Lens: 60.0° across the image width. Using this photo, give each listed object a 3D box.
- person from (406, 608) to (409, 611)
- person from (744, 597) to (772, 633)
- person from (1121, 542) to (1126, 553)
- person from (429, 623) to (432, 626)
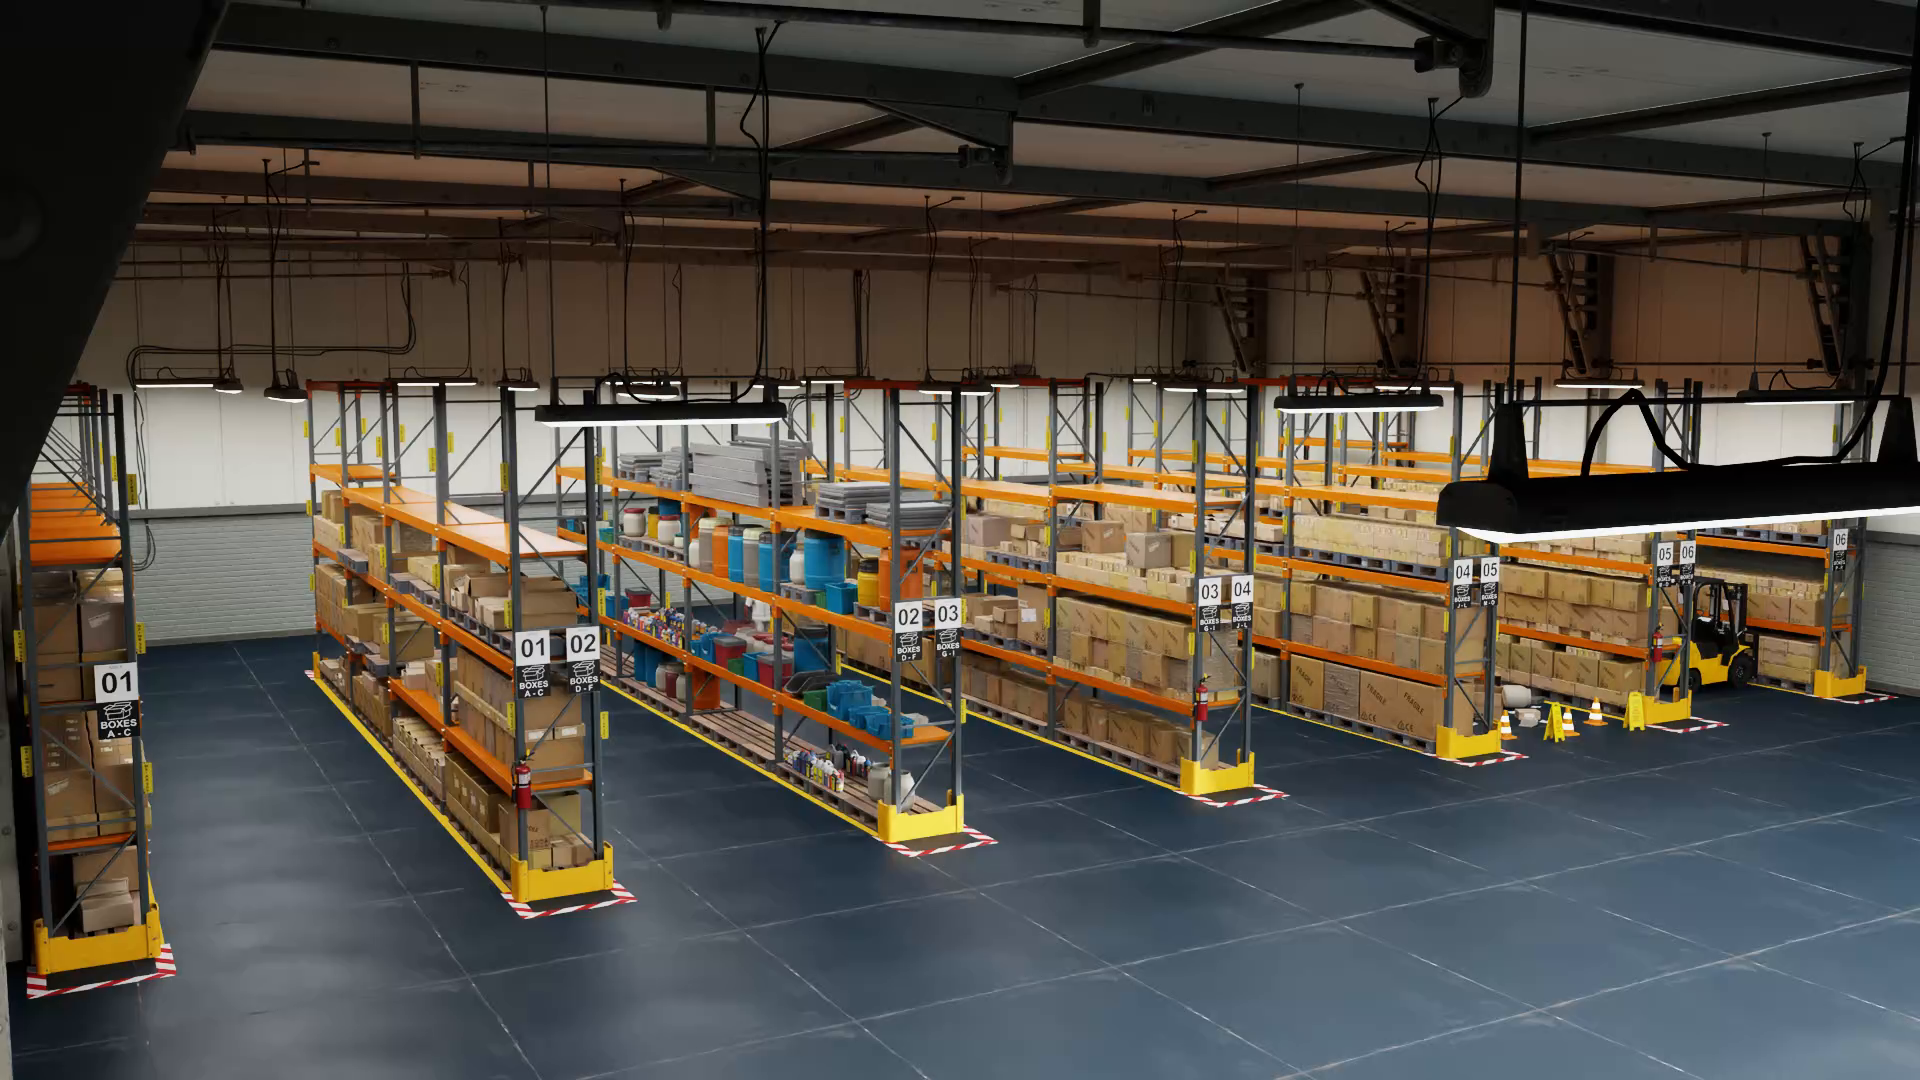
[{"bbox_3d":[-11.844,1.747,35.112,0.729,1.689,0.615,1,6,14],"label":"person"},{"bbox_3d":[-4.238,1.719,35.486,0.661,1.770,0.953,-3,7,-28],"label":"person"},{"bbox_3d":[4.624,0.631,46.064,0.400,1.596,0.428,6,9,44],"label":"person"},{"bbox_3d":[-12.037,1.548,37.206,0.536,1.675,0.387,-4,7,-32],"label":"person"}]
